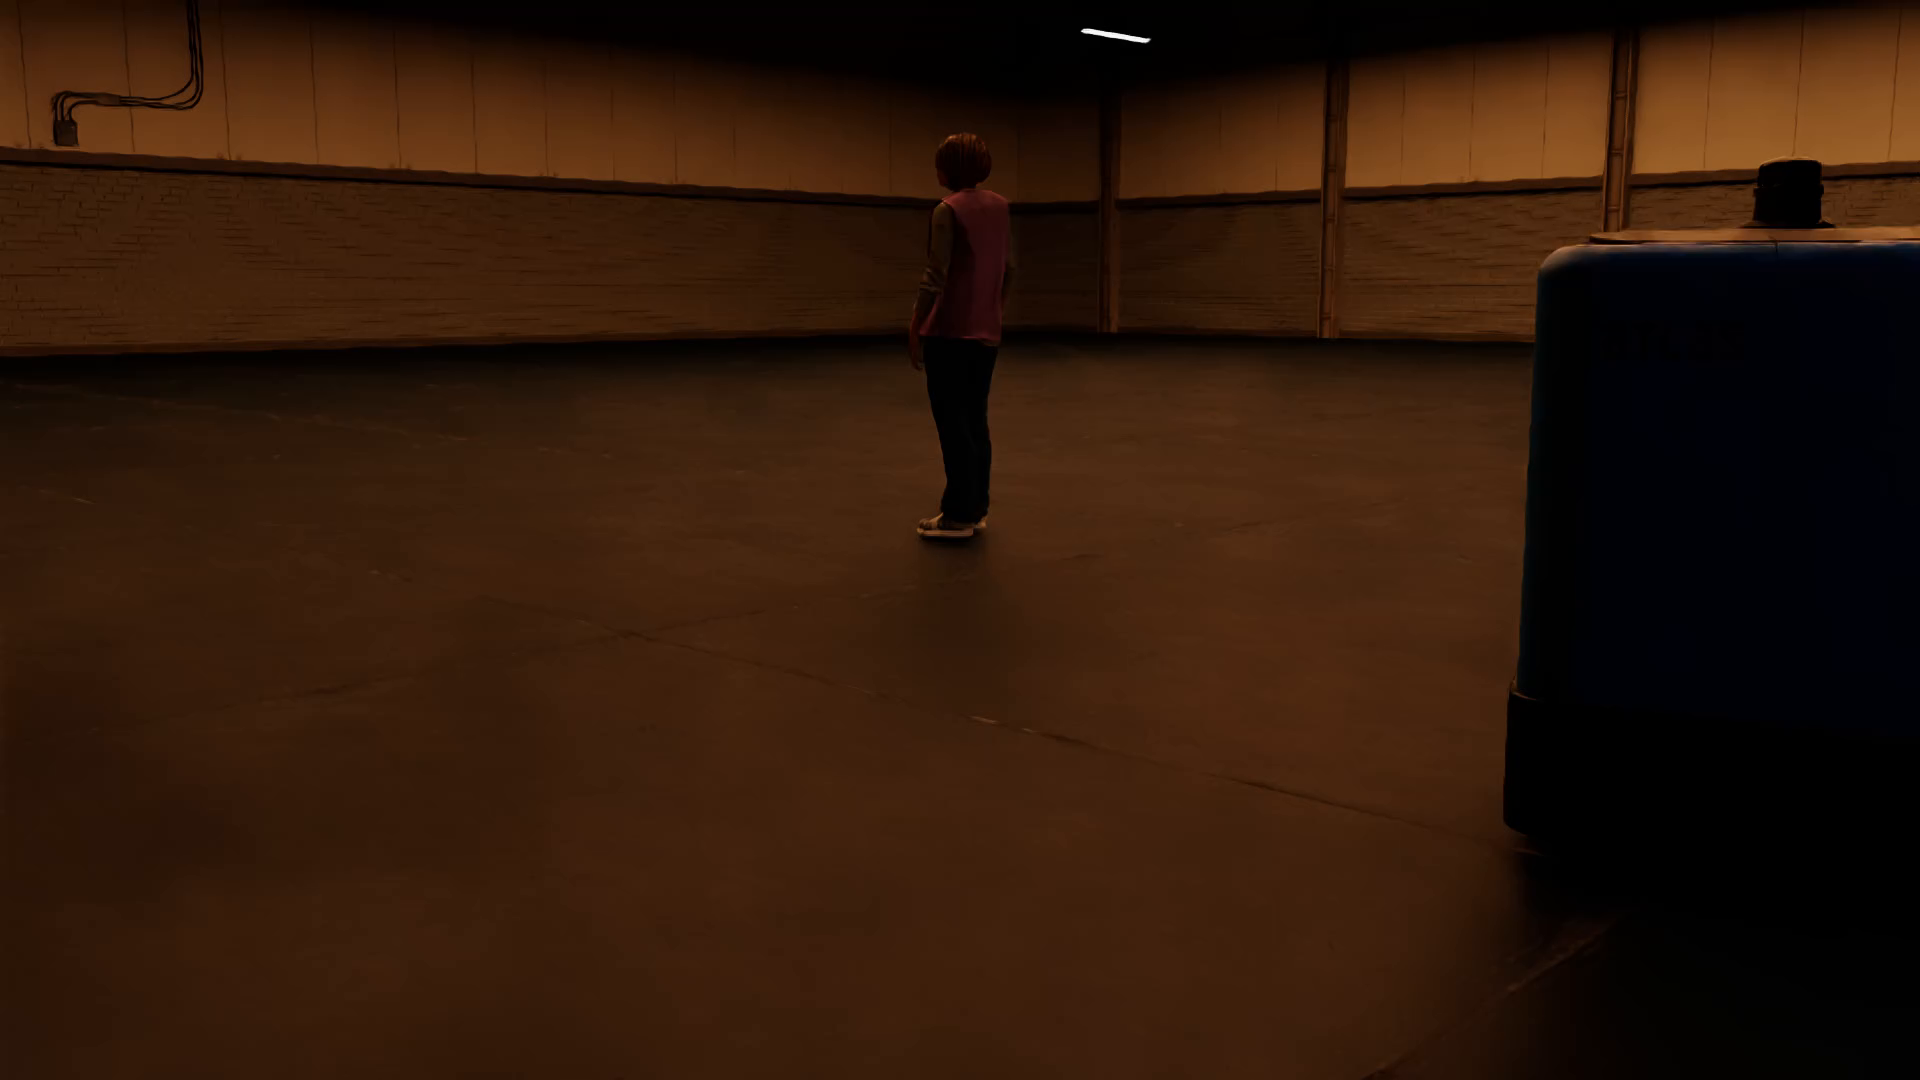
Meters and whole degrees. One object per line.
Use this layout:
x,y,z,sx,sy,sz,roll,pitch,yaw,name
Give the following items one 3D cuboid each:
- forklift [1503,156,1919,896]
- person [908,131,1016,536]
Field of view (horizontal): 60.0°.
2.520,-0.850,2.518,3.031,2.935,1.130,4,9,24,forklift
-0.044,-0.806,6.658,0.474,1.597,0.520,8,12,43,person
